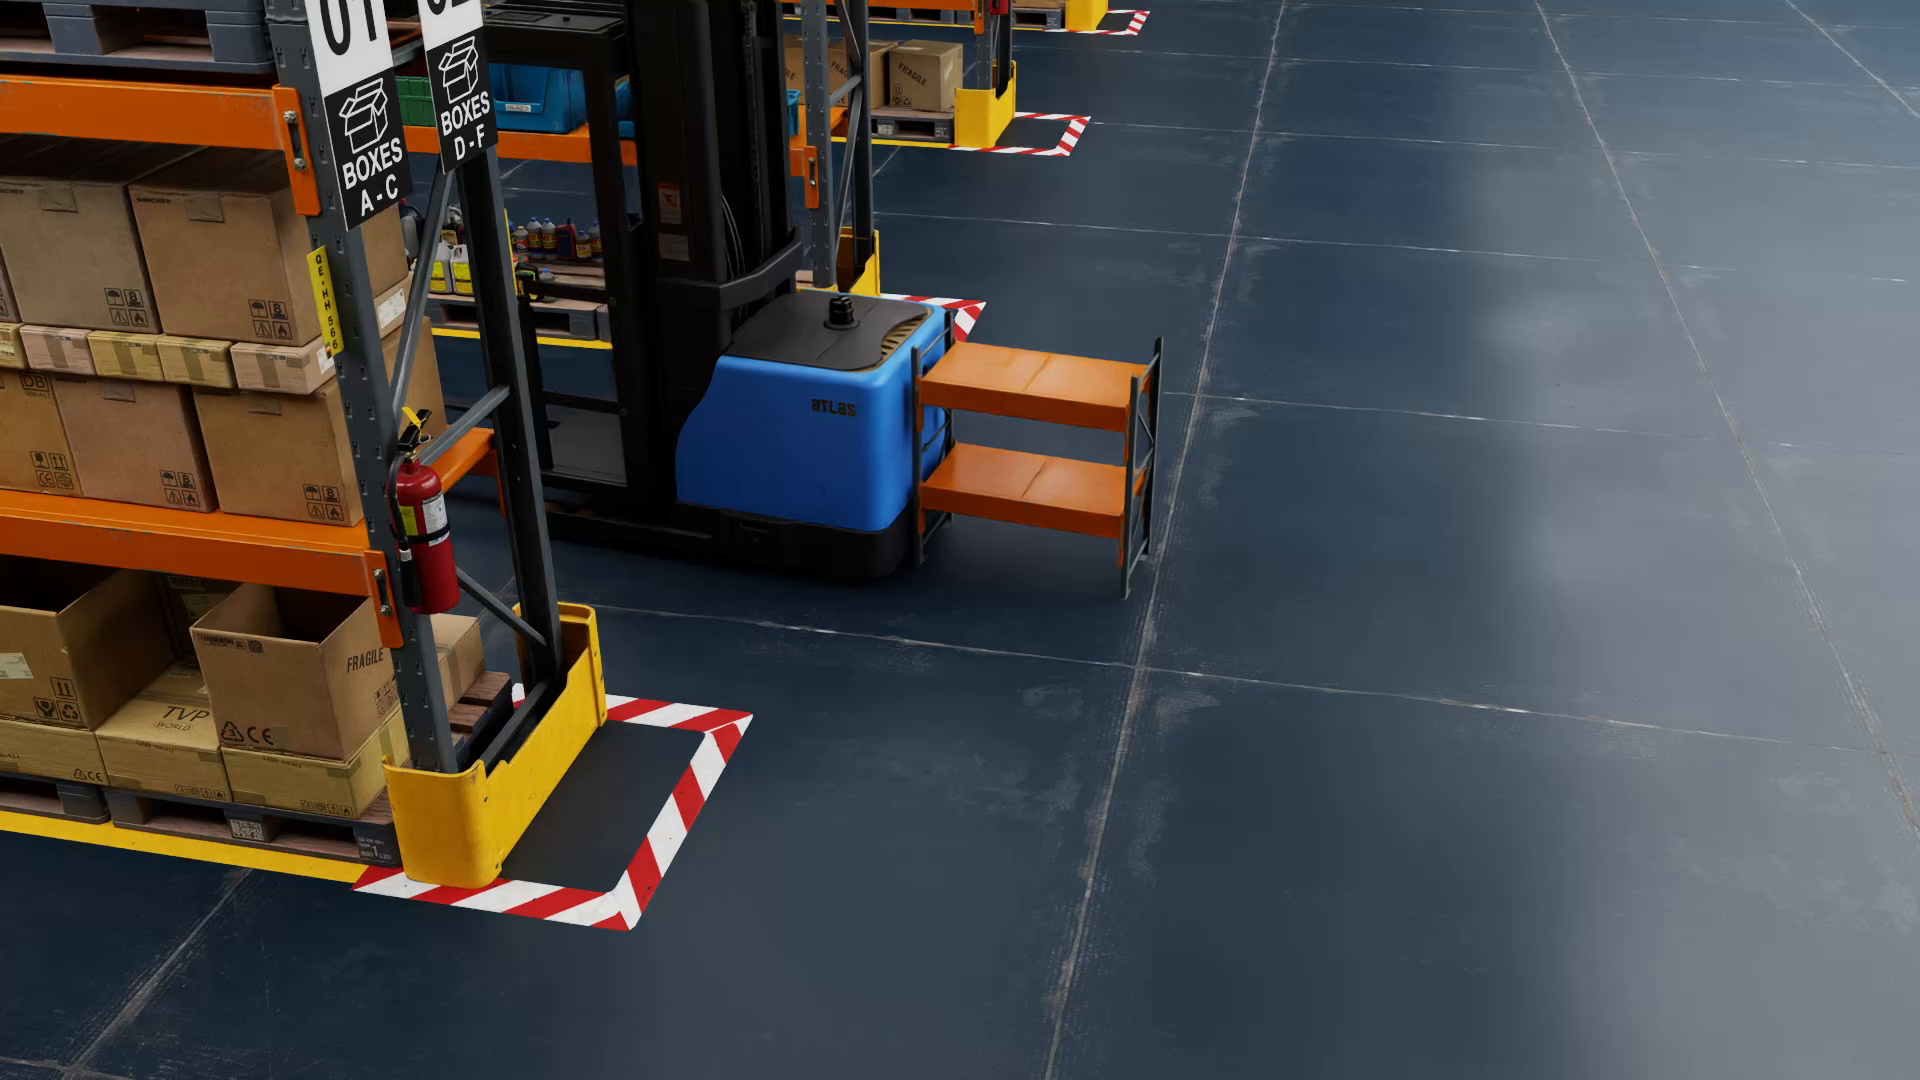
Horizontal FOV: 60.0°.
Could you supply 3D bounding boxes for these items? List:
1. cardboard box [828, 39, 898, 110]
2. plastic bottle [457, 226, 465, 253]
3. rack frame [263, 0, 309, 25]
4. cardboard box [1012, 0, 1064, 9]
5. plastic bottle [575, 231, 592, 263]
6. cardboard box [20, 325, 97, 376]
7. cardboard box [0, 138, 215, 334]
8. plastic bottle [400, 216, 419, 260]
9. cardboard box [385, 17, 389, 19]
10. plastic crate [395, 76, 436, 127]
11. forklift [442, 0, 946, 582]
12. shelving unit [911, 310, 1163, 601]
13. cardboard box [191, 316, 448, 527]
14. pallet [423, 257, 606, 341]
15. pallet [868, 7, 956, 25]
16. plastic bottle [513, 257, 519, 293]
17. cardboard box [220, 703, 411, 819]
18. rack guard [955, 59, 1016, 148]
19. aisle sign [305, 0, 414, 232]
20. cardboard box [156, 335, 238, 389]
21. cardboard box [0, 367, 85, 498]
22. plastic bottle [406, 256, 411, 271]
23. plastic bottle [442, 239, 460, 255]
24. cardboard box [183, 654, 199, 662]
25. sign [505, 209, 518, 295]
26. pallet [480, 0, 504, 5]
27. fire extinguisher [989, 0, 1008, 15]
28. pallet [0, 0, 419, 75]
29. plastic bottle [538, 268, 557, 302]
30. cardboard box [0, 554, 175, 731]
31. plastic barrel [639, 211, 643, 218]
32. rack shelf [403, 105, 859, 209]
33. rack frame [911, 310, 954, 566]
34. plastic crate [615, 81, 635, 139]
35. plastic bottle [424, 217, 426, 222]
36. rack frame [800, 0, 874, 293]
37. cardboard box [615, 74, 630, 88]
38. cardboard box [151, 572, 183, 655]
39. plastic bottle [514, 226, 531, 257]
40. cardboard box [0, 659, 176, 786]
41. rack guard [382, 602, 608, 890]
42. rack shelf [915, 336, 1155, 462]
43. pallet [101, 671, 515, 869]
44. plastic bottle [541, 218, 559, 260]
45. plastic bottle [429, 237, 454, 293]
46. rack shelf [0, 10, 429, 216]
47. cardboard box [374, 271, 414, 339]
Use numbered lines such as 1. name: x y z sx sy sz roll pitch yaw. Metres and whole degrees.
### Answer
1. cardboard box: -0.893 -4.205 14.972 0.500 0.500 0.500 14 32 24
2. plastic bottle: -3.310 -2.030 11.205 0.133 0.283 0.061 6 29 11
3. rack frame: -1.767 -2.982 4.326 0.127 3.000 1.000 6 29 11
4. cardboard box: 0.763 -6.611 18.977 0.875 0.875 0.875 6 29 11
5. plastic bottle: -2.538 -1.981 11.200 0.097 0.201 0.097 0 29 0
6. cardboard box: -2.932 -0.705 5.635 0.250 0.149 0.380 6 29 11
7. cardboard box: -2.788 -1.072 5.629 0.500 0.500 0.700 5 29 9
8. plastic bottle: -3.769 -2.055 11.259 0.135 0.276 0.152 6 29 11
9. cardboard box: -5.757 -4.740 15.930 0.500 0.500 0.700 8 30 15
10. plastic crate: -3.372 -2.716 10.308 0.662 0.188 0.450 6 29 11
11. forklift: -1.611 -1.502 7.942 3.031 2.935 1.130 9 30 17
12. shelving unit: 0.354 -0.403 7.815 1.048 1.125 0.538 9 30 17
13. cardboard box: -2.220 -0.447 5.840 0.500 0.500 0.700 6 29 11
14. pallet: -2.796 -1.646 11.037 1.213 0.211 1.003 6 29 11
15. pallet: -0.547 -6.266 19.475 1.213 0.211 1.003 6 29 11
16. plastic bottle: -2.857 -1.691 10.594 0.135 0.276 0.152 6 29 11
17. cardboard box: -2.353 0.756 6.171 0.500 0.250 0.500 6 29 11
18. rack guard: 0.231 -3.914 14.878 0.348 0.500 1.175 6 29 11
19. aisle sign: -1.764 -1.347 4.879 0.004 0.787 0.394 6 29 11
20. cardboard box: -2.436 -0.654 5.541 0.250 0.149 0.380 7 29 12
21. cardboard box: -3.219 -0.550 6.028 0.500 0.500 0.700 6 29 11
22. plastic bottle: -3.600 -1.748 10.690 0.133 0.283 0.061 7 30 13
23. plastic bottle: -3.331 -1.811 10.812 0.135 0.276 0.152 6 29 11
24. cardboard box: -2.734 0.464 6.704 0.500 0.250 0.500 6 29 11
25. sign: -1.645 -1.025 6.015 0.005 0.325 0.100 6 29 11
26. pallet: -5.628 -6.787 20.426 1.213 0.211 1.003 6 29 11
27. fire extinguisher: 0.322 -4.741 13.866 0.183 0.674 0.296 6 29 11
28. pallet: -2.453 -1.711 5.220 1.213 0.211 1.003 6 29 11
29. plastic bottle: -2.616 -1.620 10.542 0.097 0.201 0.097 0 29 0
30. cardboard box: -3.334 0.335 6.160 0.500 0.500 0.500 6 29 11
31. plastic barrel: -1.878 -1.850 10.659 0.421 0.512 0.421 0 29 0
32. rack shelf: -2.684 -2.562 10.555 4.000 0.370 1.077 6 29 11
33. rack frame: -0.127 -0.483 7.960 0.032 1.125 0.500 9 30 17
34. plastic crate: -1.914 -2.589 10.010 0.408 0.251 0.499 6 29 11
35. plastic bottle: -3.595 -2.134 11.395 0.133 0.283 0.061 8 30 14
36. rack frame: -0.729 -2.677 10.015 0.127 3.000 1.000 6 29 11
37. cardboard box: -3.223 -4.433 15.389 0.500 0.500 0.500 5 29 9
38. cardboard box: -3.226 0.091 6.606 0.500 0.500 0.500 6 29 11
39. plastic bottle: -2.966 -2.025 11.280 0.097 0.201 0.097 0 29 0
40. cardboard box: -3.334 0.662 6.343 0.500 0.250 0.500 6 29 11
41. rack guard: -1.743 0.748 6.363 0.348 0.500 1.175 6 29 11
42. rack shelf: 0.354 -0.660 7.675 1.000 0.278 0.538 9 30 17
43. pallet: -2.523 0.815 6.541 1.213 0.211 1.003 6 29 11
44. plastic bottle: -2.772 -2.035 11.227 0.097 0.271 0.097 0 29 0
45. plastic bottle: -3.337 -1.771 10.662 0.185 0.351 0.144 6 29 10
46. rack shelf: -3.722 -1.552 5.586 4.000 0.370 1.077 6 29 11
47. cardboard box: -2.105 -0.820 5.844 0.250 0.149 0.380 6 29 10
